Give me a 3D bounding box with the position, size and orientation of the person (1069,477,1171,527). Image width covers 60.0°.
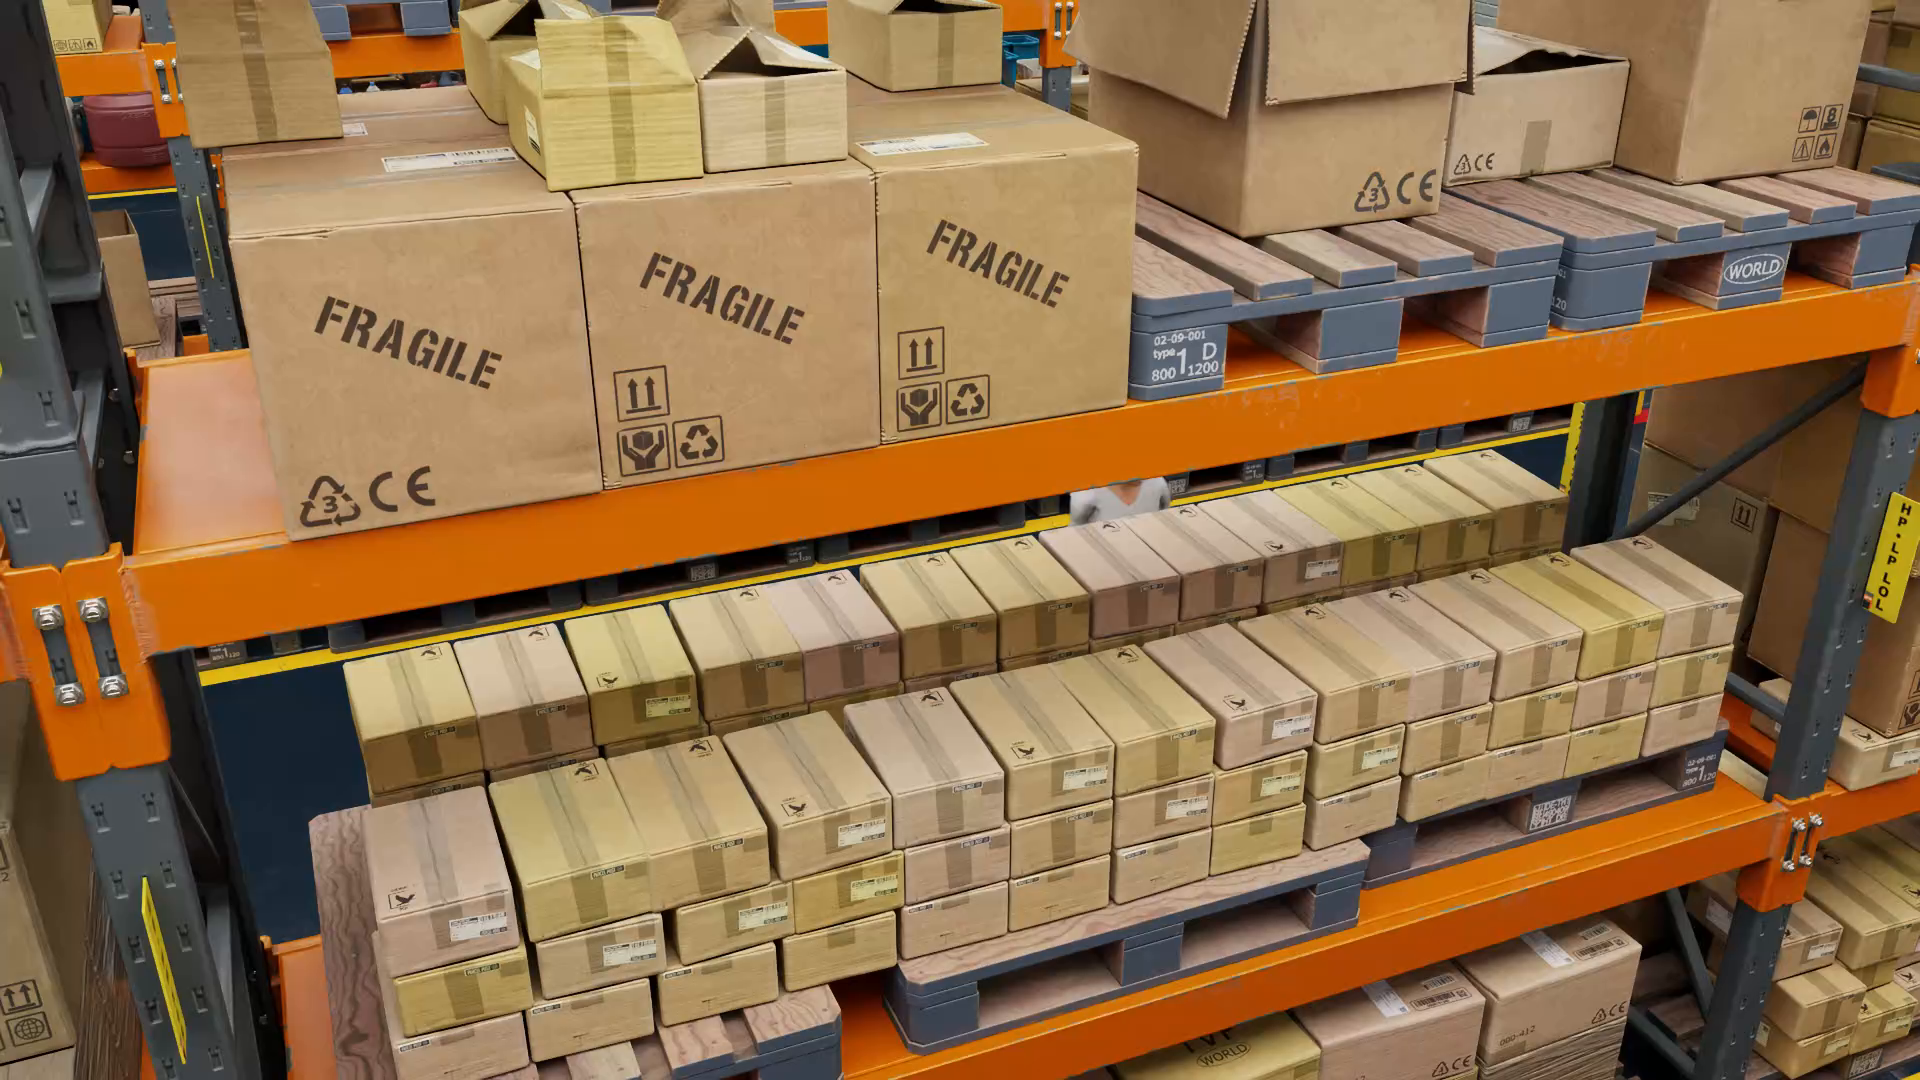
[{"bbox_3d":[0.628,0.276,6.582,0.447,1.655,0.352,-10,28,-19],"label":"person"}]
